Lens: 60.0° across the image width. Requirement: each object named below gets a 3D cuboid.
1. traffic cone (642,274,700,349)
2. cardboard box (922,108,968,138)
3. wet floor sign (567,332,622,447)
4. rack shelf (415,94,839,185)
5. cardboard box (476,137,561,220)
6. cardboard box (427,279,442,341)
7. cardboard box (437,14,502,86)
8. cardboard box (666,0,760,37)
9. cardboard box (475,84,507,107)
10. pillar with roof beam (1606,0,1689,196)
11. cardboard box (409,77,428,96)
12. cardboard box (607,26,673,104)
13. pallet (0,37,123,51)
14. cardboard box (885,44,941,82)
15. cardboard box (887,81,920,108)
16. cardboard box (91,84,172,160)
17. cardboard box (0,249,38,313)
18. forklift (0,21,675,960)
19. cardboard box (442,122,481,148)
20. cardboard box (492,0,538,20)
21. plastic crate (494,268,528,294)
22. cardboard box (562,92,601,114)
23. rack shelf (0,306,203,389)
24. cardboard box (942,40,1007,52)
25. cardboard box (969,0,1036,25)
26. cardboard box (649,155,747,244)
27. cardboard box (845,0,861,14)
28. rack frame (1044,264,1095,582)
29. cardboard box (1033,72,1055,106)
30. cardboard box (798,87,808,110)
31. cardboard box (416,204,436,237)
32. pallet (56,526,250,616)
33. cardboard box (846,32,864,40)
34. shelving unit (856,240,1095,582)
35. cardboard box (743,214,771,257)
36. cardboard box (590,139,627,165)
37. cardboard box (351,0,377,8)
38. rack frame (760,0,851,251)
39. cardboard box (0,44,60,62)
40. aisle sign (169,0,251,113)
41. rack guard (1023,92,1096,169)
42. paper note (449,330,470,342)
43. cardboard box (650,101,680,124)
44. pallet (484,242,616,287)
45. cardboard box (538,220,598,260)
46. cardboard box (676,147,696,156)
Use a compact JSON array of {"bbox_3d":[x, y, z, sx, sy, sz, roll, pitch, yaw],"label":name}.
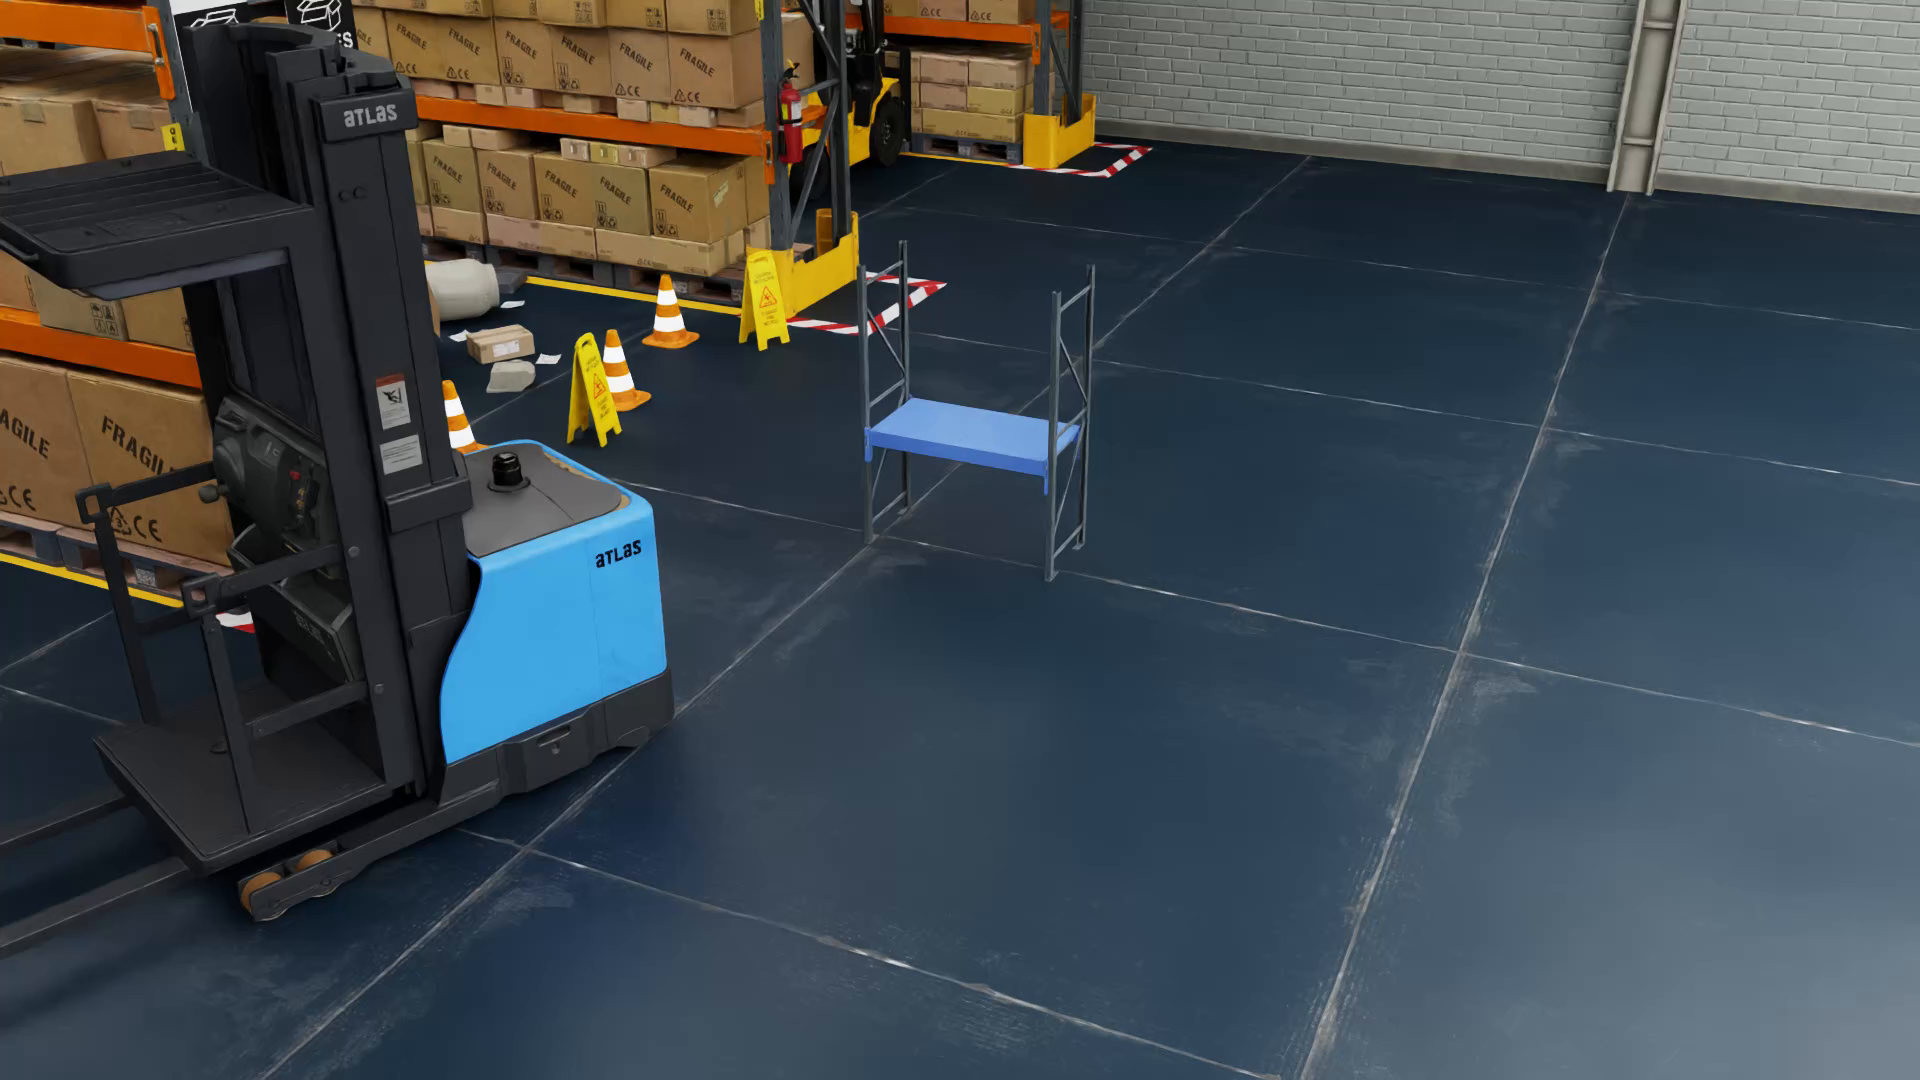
[{"bbox_3d":[-2.013,-1.603,11.481,0.334,0.463,0.336,11,28,22],"label":"traffic cone"},{"bbox_3d":[-0.044,-4.186,16.493,0.500,0.250,0.500,11,28,22],"label":"cardboard box"},{"bbox_3d":[-2.199,-0.906,9.861,0.232,0.644,0.267,6,27,13],"label":"wet floor sign"},{"bbox_3d":[-2.908,-3.224,12.716,4.000,0.370,1.077,11,28,22],"label":"rack shelf"},{"bbox_3d":[-3.340,-2.798,12.826,0.500,0.500,0.500,13,29,24],"label":"cardboard box"},{"bbox_3d":[-3.735,-1.364,10.951,0.637,0.503,0.797,-7,27,-14],"label":"cardboard box"},{"bbox_3d":[-3.526,-3.718,12.457,0.500,0.500,0.500,11,28,21],"label":"cardboard box"},{"bbox_3d":[-1.643,-3.813,11.517,0.500,0.500,0.700,11,28,21],"label":"cardboard box"},{"bbox_3d":[-3.414,-3.375,12.494,0.250,0.149,0.380,12,28,22],"label":"cardboard box"},{"bbox_3d":[4.383,-5.530,9.795,0.400,9.000,9.100,11,28,22],"label":"pillar with roof beam"},{"bbox_3d":[-4.069,-3.551,12.851,0.250,0.149,0.380,11,28,22],"label":"cardboard box"},{"bbox_3d":[-2.150,-3.441,11.893,0.500,0.500,0.500,11,28,22],"label":"cardboard box"},{"bbox_3d":[-7.677,-4.470,14.650,1.003,0.211,1.213,11,28,22],"label":"pallet"},{"bbox_3d":[-0.515,-4.719,16.444,0.500,0.250,0.500,12,29,22],"label":"cardboard box"},{"bbox_3d":[-0.540,-4.502,16.569,0.500,0.250,0.500,11,28,21],"label":"cardboard box"},{"bbox_3d":[-3.366,-1.807,7.632,0.550,0.550,0.875,11,28,22],"label":"cardboard box"},{"bbox_3d":[-4.369,-1.533,8.299,0.550,0.550,0.875,11,28,22],"label":"cardboard box"},{"bbox_3d":[-2.628,-0.208,5.855,3.031,2.935,1.130,-23,34,-38],"label":"forklift"},{"bbox_3d":[-3.746,-3.138,12.781,0.250,0.149,0.380,13,29,24],"label":"cardboard box"},{"bbox_3d":[-3.004,-4.108,12.115,0.500,0.500,0.700,11,28,21],"label":"cardboard box"},{"bbox_3d":[-3.639,-1.985,12.692,0.583,0.080,0.402,2,26,4],"label":"plastic crate"},{"bbox_3d":[-2.710,-3.256,12.252,0.250,0.149,0.380,11,28,21],"label":"cardboard box"},{"bbox_3d":[-4.865,-1.215,8.636,4.000,0.370,1.077,11,28,22],"label":"rack shelf"},{"bbox_3d":[0.148,-4.835,16.679,0.500,0.250,0.500,11,28,22],"label":"cardboard box"},{"bbox_3d":[0.407,-5.206,15.816,0.500,0.500,0.500,11,28,21],"label":"cardboard box"},{"bbox_3d":[-1.925,-2.514,12.248,0.500,0.500,0.500,12,28,22],"label":"cardboard box"},{"bbox_3d":[-0.990,-5.486,16.384,0.500,0.500,0.500,12,28,22],"label":"cardboard box"},{"bbox_3d":[0.540,-0.564,8.198,0.032,1.500,0.500,11,28,22],"label":"rack frame"},{"bbox_3d":[0.622,-4.526,16.618,0.500,0.250,0.500,12,29,23],"label":"cardboard box"},{"bbox_3d":[-1.311,-3.213,12.165,0.250,0.149,0.380,11,28,22],"label":"cardboard box"},{"bbox_3d":[-4.304,-2.650,13.375,0.500,0.250,0.500,10,28,19],"label":"cardboard box"},{"bbox_3d":[-3.805,-0.036,8.583,1.213,0.211,1.003,11,28,22],"label":"pallet"},{"bbox_3d":[-1.227,-5.115,17.249,0.500,0.250,0.500,12,28,22],"label":"cardboard box"},{"bbox_3d":[0.078,-0.657,8.387,1.048,1.500,0.538,11,28,22],"label":"shelving unit"},{"bbox_3d":[-1.708,-2.394,12.855,0.500,0.250,0.500,11,28,21],"label":"cardboard box"},{"bbox_3d":[-2.514,-2.892,12.282,0.250,0.149,0.380,12,29,23],"label":"cardboard box"},{"bbox_3d":[-4.418,-4.371,12.651,0.500,0.500,0.700,11,28,21],"label":"cardboard box"},{"bbox_3d":[-1.088,-3.181,11.814,0.127,3.000,1.000,11,28,22],"label":"rack frame"},{"bbox_3d":[-4.895,-2.072,8.171,0.500,0.550,0.875,11,28,22],"label":"cardboard box"},{"bbox_3d":[-3.104,-2.205,6.889,0.004,0.787,0.394,11,28,22],"label":"aisle sign"},{"bbox_3d":[0.985,-4.051,16.413,0.348,0.500,1.175,11,28,22],"label":"rack guard"},{"bbox_3d":[-3.483,-1.432,11.636,0.142,0.019,0.148,23,35,39],"label":"paper note"},{"bbox_3d":[-2.018,-3.108,11.950,0.250,0.149,0.380,11,28,21],"label":"cardboard box"},{"bbox_3d":[-2.988,-2.330,13.243,1.213,0.211,1.003,11,28,22],"label":"pallet"},{"bbox_3d":[-2.882,-2.366,12.798,0.500,0.250,0.500,10,28,20],"label":"cardboard box"},{"bbox_3d":[-2.207,-2.829,12.888,0.500,0.500,0.500,10,28,20],"label":"cardboard box"}]
